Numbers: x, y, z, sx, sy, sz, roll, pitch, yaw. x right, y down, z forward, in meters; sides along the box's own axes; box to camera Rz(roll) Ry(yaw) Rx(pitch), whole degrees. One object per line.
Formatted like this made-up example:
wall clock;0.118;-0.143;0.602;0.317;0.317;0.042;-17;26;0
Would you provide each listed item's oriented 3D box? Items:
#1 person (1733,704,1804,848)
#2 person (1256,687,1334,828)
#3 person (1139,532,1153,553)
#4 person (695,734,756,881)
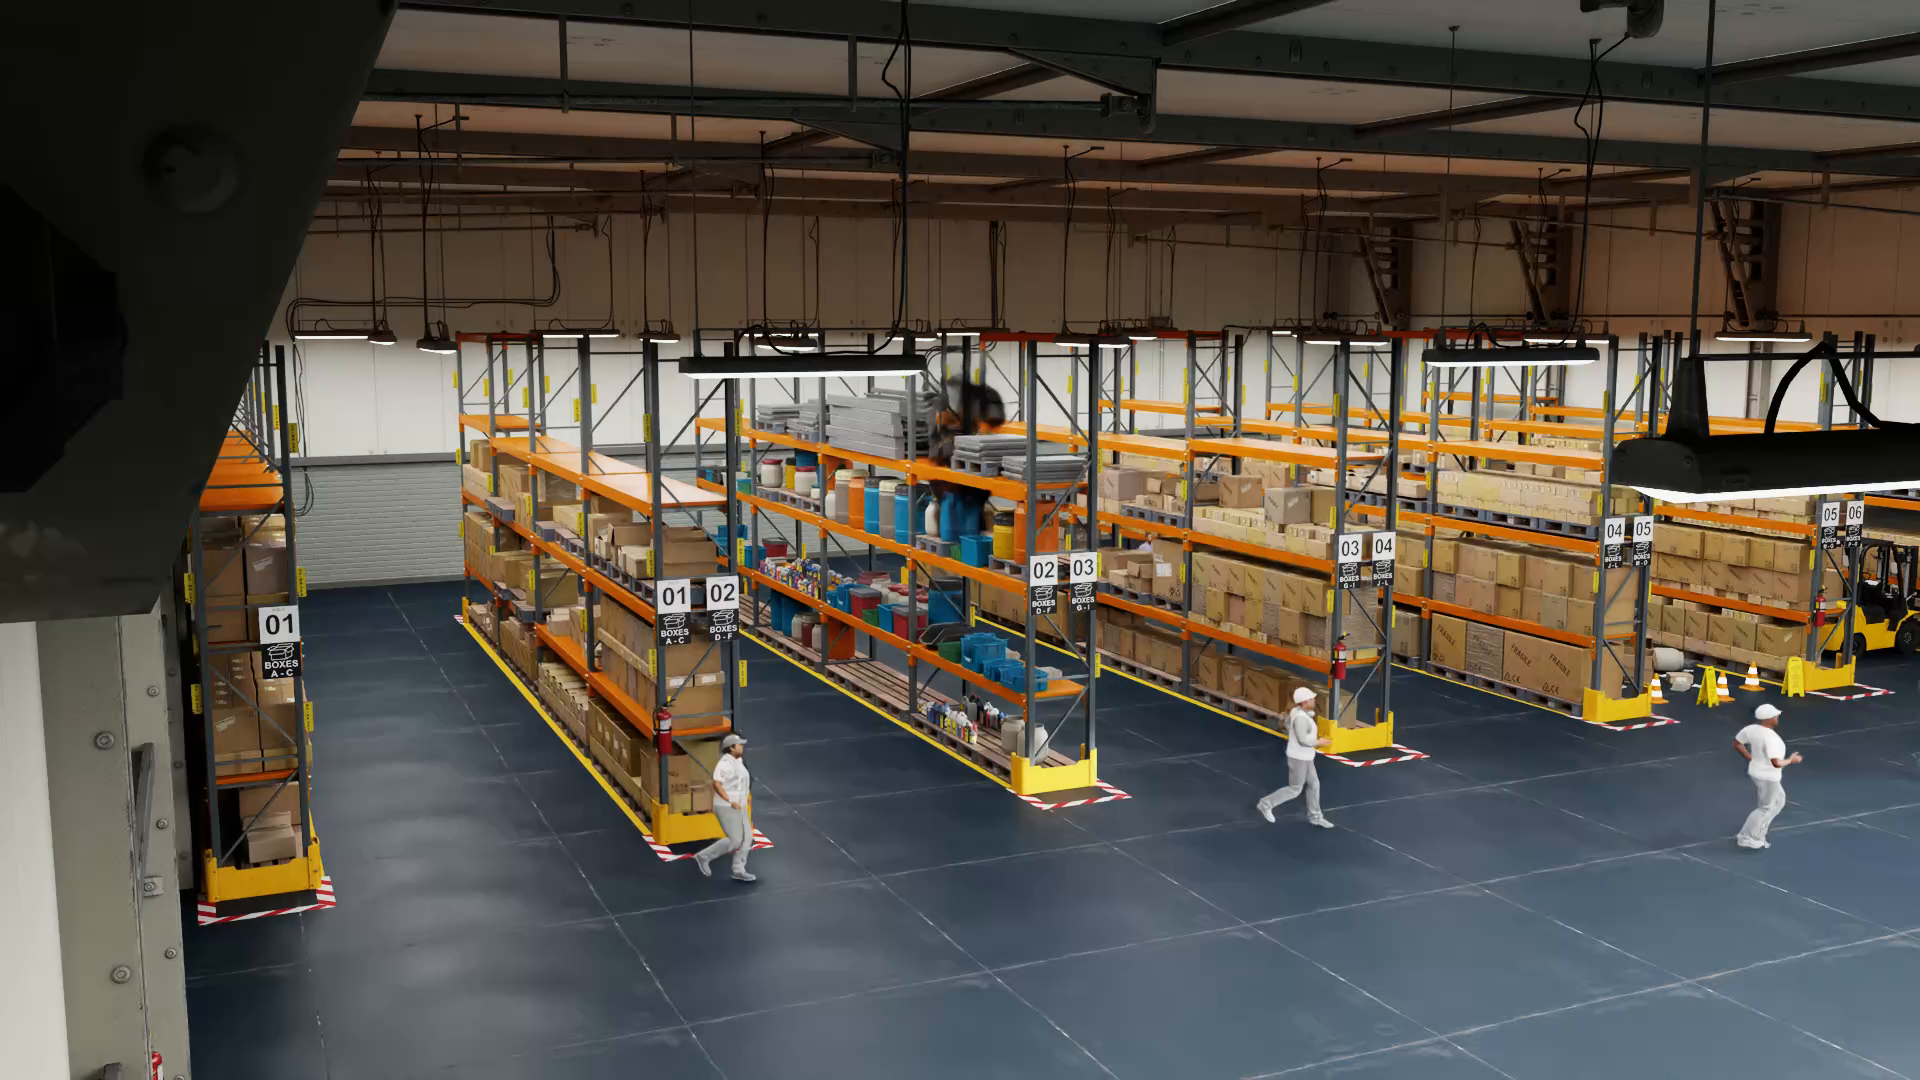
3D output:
person;9.584;2.821;19.710;0.668;1.788;0.676;1;8;5
person;4.169;2.691;20.586;0.958;1.781;0.668;1;8;10
person;4.116;0.666;36.208;0.604;1.686;0.718;-3;8;-23
person;-2.587;3.006;18.833;0.641;1.611;0.687;1;8;9
